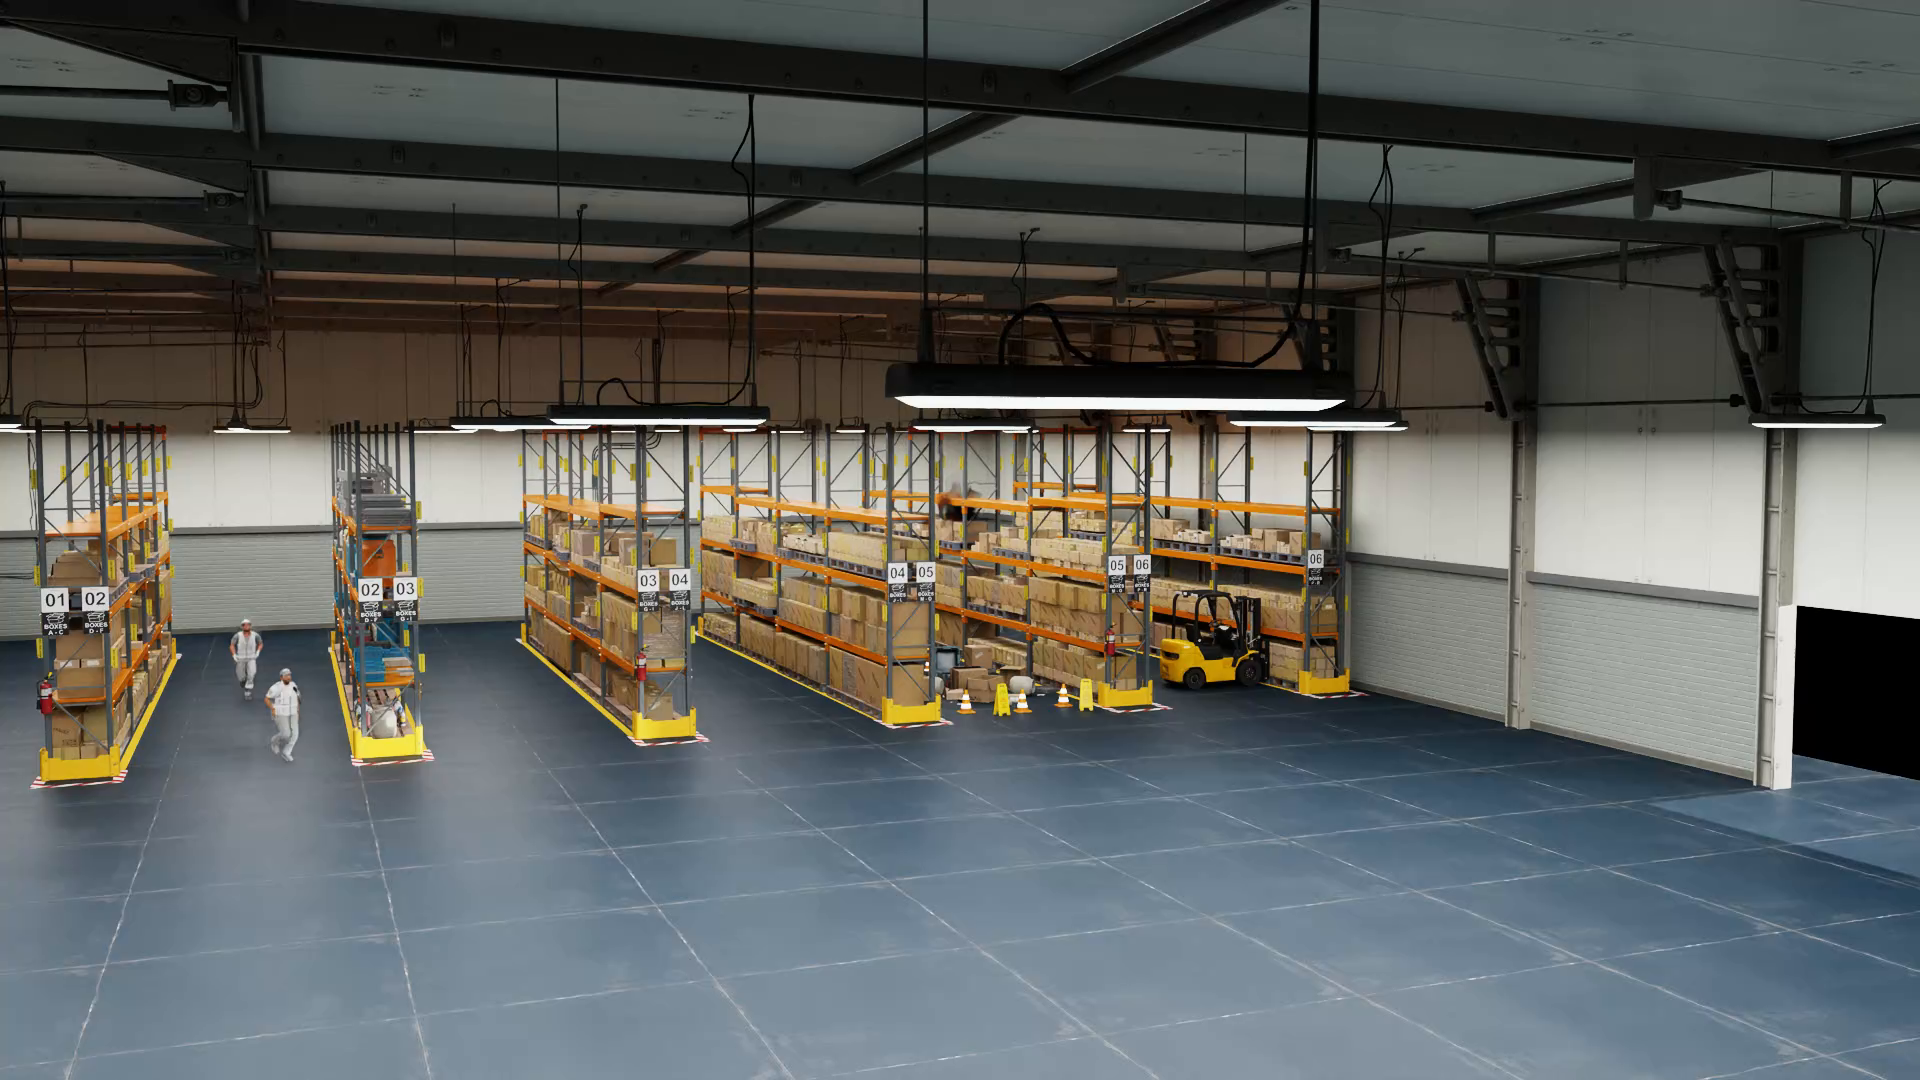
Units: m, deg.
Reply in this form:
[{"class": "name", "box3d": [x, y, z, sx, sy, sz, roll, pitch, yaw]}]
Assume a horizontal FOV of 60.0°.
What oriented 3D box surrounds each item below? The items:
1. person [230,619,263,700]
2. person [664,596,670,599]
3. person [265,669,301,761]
[{"class": "person", "box3d": [-15.561, 2.601, 36.291, 0.662, 1.739, 0.771, -1, 4, -22]}, {"class": "person", "box3d": [-7.909, 2.038, 45.510, 0.542, 1.717, 0.800, -1, 4, -22]}, {"class": "person", "box3d": [-11.925, 3.092, 29.414, 0.546, 1.639, 0.616, 3, 5, 39]}]
